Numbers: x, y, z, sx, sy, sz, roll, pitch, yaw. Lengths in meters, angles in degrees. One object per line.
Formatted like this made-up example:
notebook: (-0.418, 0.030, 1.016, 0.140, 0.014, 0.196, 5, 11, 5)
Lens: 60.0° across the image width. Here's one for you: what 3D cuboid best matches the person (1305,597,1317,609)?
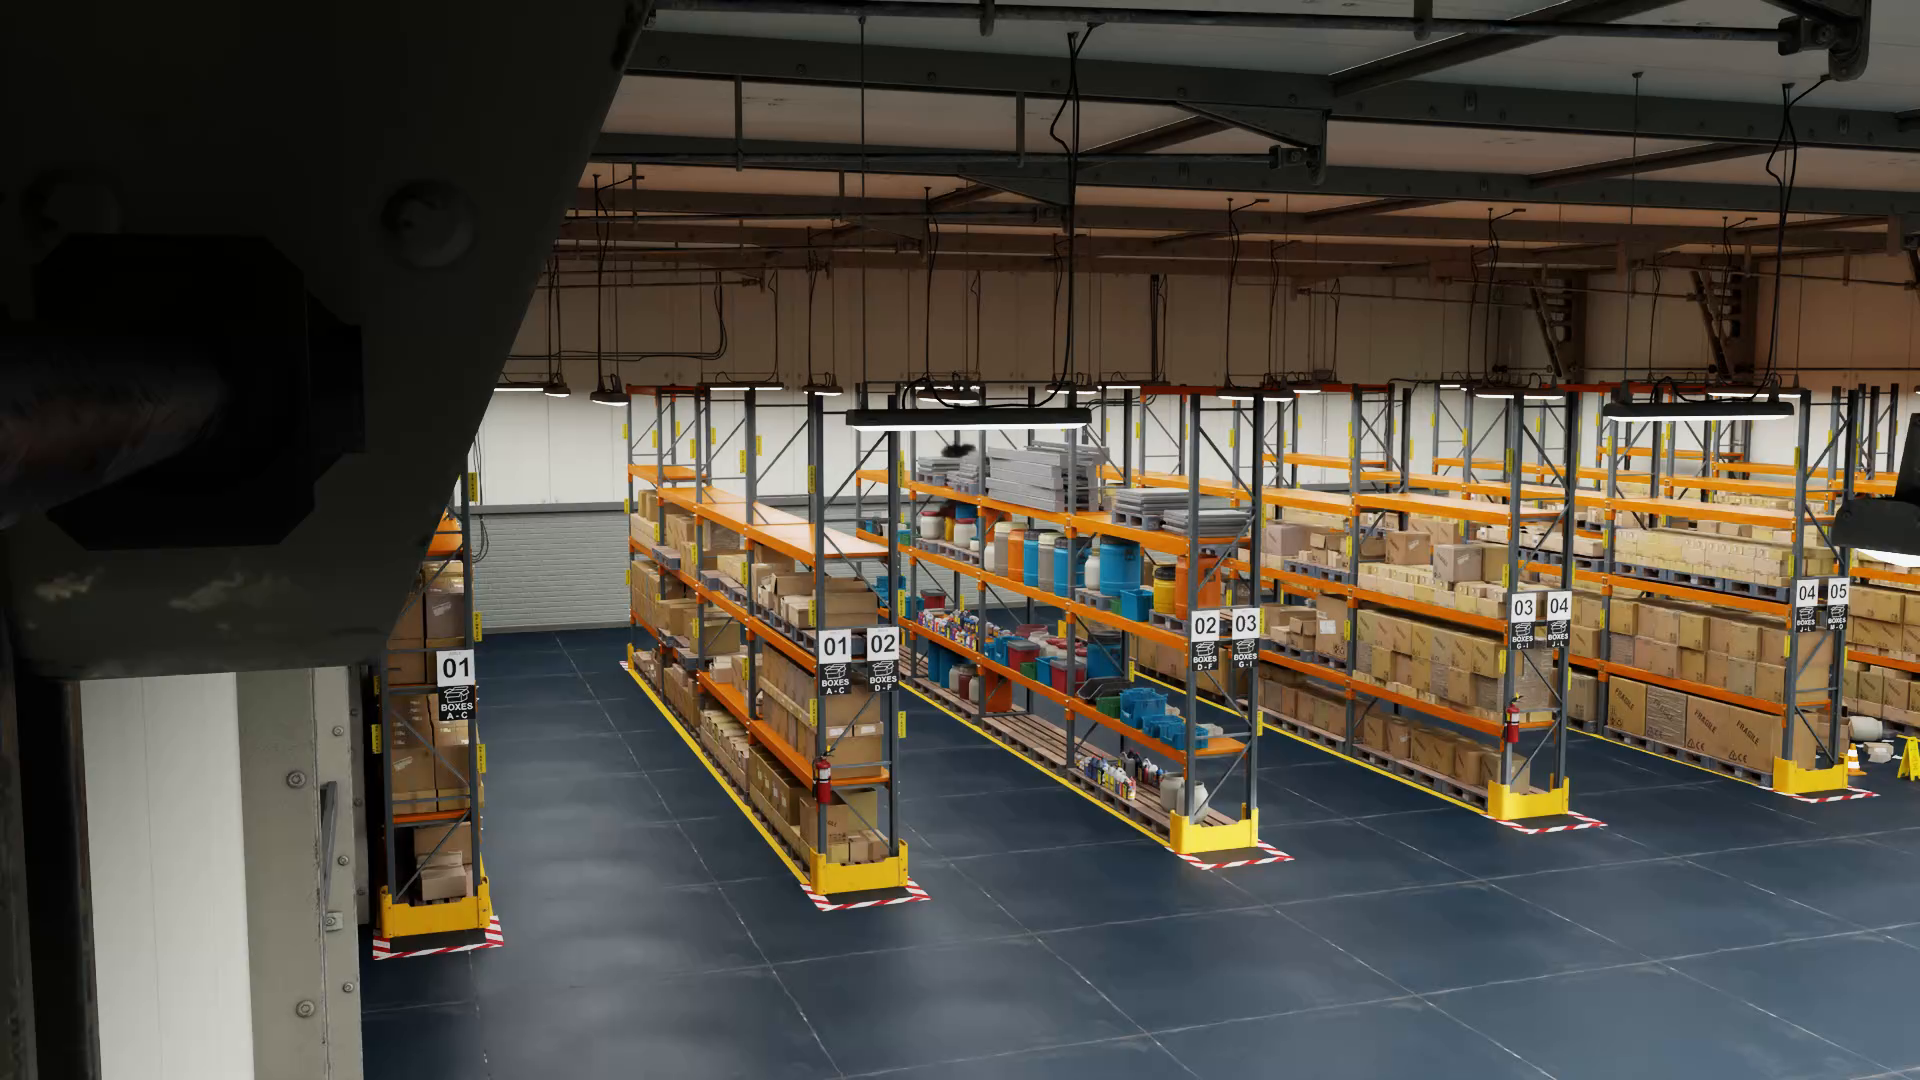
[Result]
person: (8.780, 1.201, 41.505, 0.955, 1.667, 0.567, -3, 7, -28)
